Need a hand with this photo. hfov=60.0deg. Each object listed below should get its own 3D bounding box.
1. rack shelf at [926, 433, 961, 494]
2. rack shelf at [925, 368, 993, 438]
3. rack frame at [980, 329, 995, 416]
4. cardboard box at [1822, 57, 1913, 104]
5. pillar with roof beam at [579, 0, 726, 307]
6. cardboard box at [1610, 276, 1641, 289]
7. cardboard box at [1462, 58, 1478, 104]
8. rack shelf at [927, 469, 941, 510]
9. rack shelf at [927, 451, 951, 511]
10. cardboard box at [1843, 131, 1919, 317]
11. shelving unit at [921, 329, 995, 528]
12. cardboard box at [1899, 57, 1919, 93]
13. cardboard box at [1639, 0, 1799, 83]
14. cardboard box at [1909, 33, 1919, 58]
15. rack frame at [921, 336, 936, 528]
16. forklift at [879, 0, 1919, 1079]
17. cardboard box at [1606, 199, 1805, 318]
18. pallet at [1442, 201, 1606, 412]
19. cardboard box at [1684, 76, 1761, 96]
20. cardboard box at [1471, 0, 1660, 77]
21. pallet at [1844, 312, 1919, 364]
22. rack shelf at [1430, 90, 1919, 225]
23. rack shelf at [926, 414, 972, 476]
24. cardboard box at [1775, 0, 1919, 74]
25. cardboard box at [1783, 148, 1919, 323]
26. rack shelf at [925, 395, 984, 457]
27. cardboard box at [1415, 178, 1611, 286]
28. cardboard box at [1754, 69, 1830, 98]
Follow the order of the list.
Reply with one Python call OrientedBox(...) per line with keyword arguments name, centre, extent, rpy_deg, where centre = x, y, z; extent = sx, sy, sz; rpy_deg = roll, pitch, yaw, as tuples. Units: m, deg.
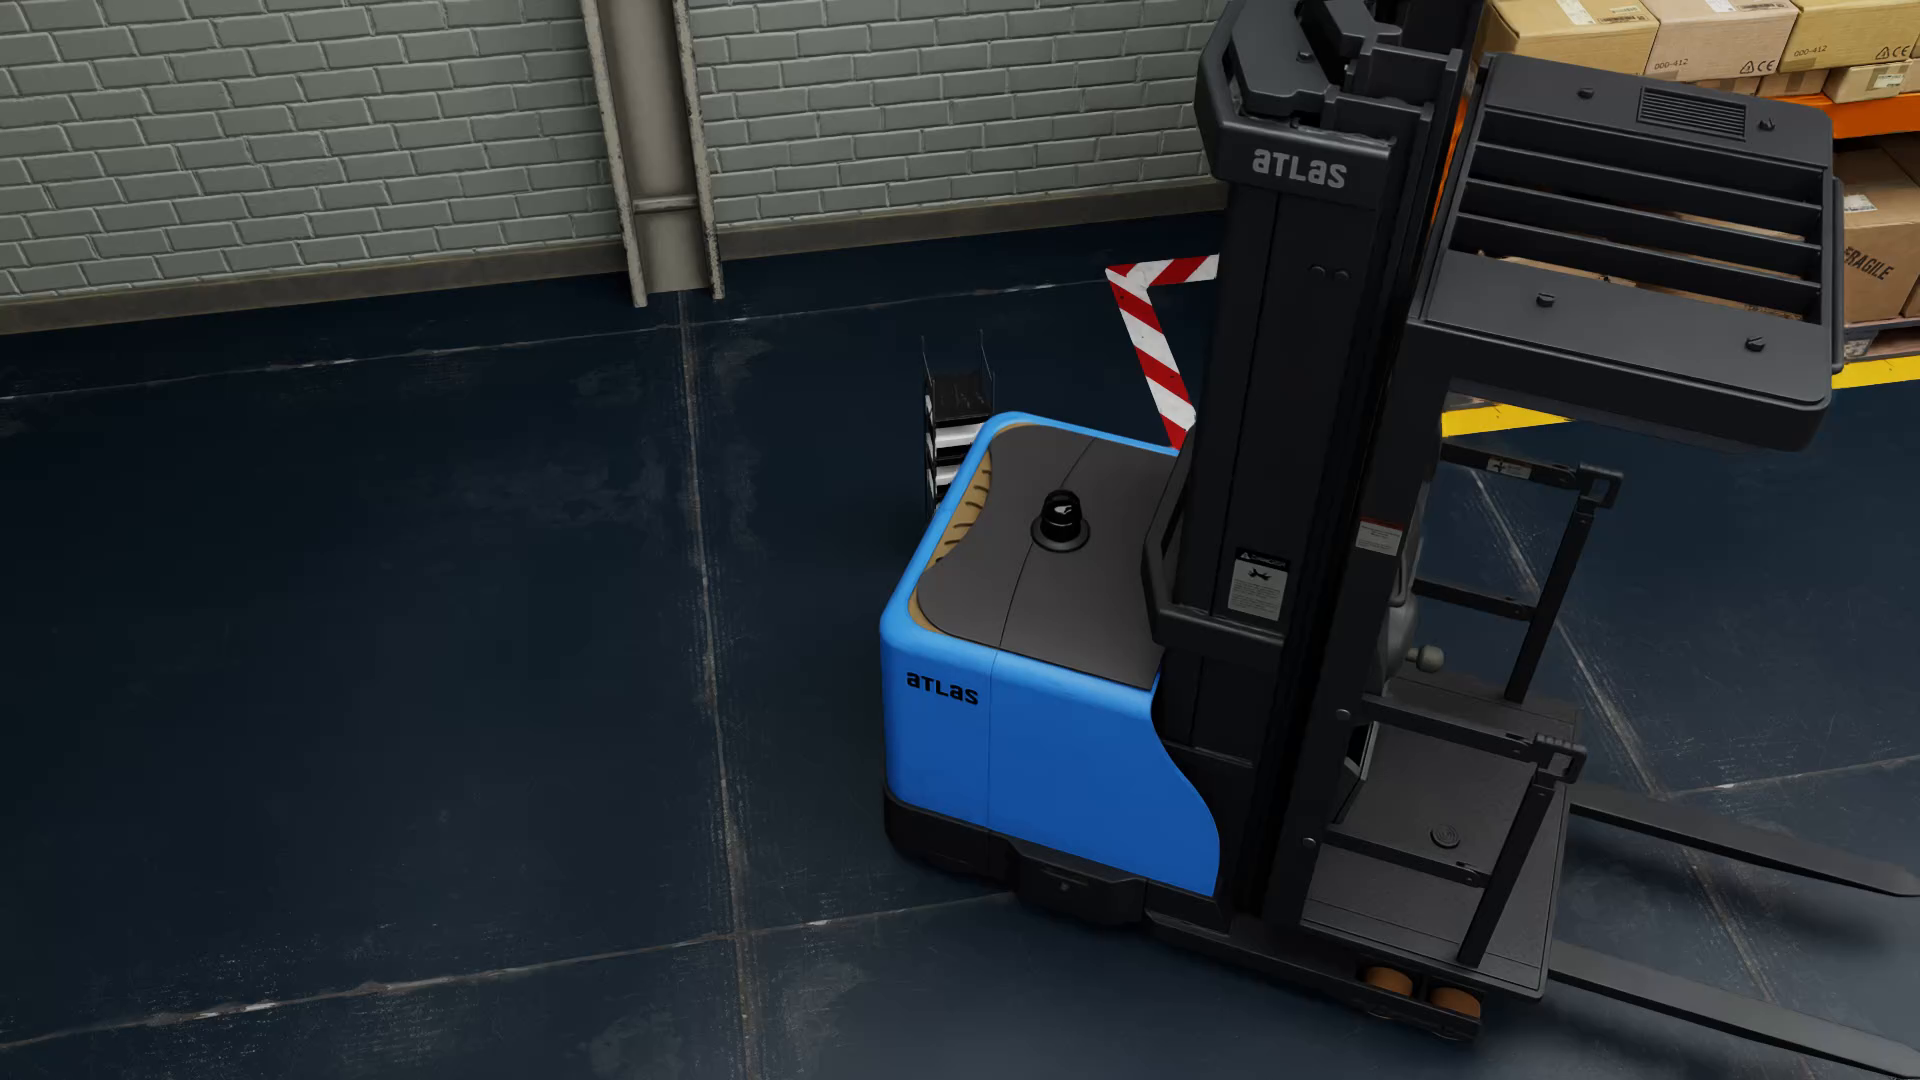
OrientedBox(name="rack shelf", centre=(-0.008, -0.288, 5.949), extent=(0.200, 0.077, 0.258), rpy_deg=(-7, 46, -7))
OrientedBox(name="rack shelf", centre=(-0.008, -0.475, 5.755), extent=(0.200, 0.077, 0.258), rpy_deg=(-7, 46, -7))
OrientedBox(name="rack frame", centre=(0.092, -0.324, 5.937), extent=(0.006, 0.900, 0.240), rpy_deg=(-7, 46, -7))
OrientedBox(name="cardboard box", centre=(3.212, -1.757, 6.034), extent=(0.250, 0.149, 0.380), rpy_deg=(-8, 47, -8))
OrientedBox(name="pillar with roof beam", centre=(-0.513, -1.211, 1.168), extent=(0.400, 9.000, 9.100), rpy_deg=(-7, 46, -7))
OrientedBox(name="cardboard box", centre=(2.607, -1.065, 6.881), extent=(0.250, 0.149, 0.380), rpy_deg=(-9, 47, -8))
OrientedBox(name="cardboard box", centre=(1.934, -1.634, 5.916), extent=(0.250, 0.149, 0.380), rpy_deg=(-7, 47, -7))
OrientedBox(name="rack shelf", centre=(-0.008, -0.163, 6.079), extent=(0.200, 0.077, 0.258), rpy_deg=(-7, 46, -7))
OrientedBox(name="rack shelf", centre=(-0.008, -0.226, 6.014), extent=(0.200, 0.077, 0.258), rpy_deg=(-7, 46, -7))
OrientedBox(name="cardboard box", centre=(4.054, -1.367, 6.928), extent=(0.500, 0.500, 0.700), rpy_deg=(-9, 47, -8))
OrientedBox(name="shelving unit", centre=(-0.008, -0.311, 5.925), extent=(0.210, 0.900, 0.258), rpy_deg=(-7, 46, -7))
OrientedBox(name="cardboard box", centre=(3.468, -1.804, 6.079), extent=(0.250, 0.149, 0.380), rpy_deg=(-6, 46, -6))
OrientedBox(name="cardboard box", centre=(2.553, -1.853, 5.850), extent=(0.500, 0.250, 0.500), rpy_deg=(-7, 46, -6))
OrientedBox(name="cardboard box", centre=(3.552, -1.996, 5.988), extent=(0.500, 0.250, 0.500), rpy_deg=(-8, 47, -8))
OrientedBox(name="rack frame", centre=(-0.108, -0.299, 5.913), extent=(0.006, 0.900, 0.240), rpy_deg=(-7, 46, -7))
OrientedBox(name="forklift", centre=(1.334, 0.003, 4.212), extent=(3.031, 2.935, 1.130), rpy_deg=(15, 48, 14))
OrientedBox(name="cardboard box", centre=(3.031, -1.239, 6.805), extent=(0.500, 0.500, 0.700), rpy_deg=(-5, 46, -5))
OrientedBox(name="pallet", centre=(2.424, -1.016, 7.082), extent=(1.213, 0.211, 1.003), rpy_deg=(-7, 46, -7))
OrientedBox(name="cardboard box", centre=(2.689, -1.743, 6.020), extent=(0.250, 0.149, 0.380), rpy_deg=(-6, 46, -6))
OrientedBox(name="cardboard box", centre=(2.056, -1.791, 5.790), extent=(0.500, 0.250, 0.500), rpy_deg=(-7, 46, -7))
OrientedBox(name="pallet", centre=(3.623, -1.163, 7.224), extent=(1.213, 0.211, 1.003), rpy_deg=(-7, 46, -7))
OrientedBox(name="rack shelf", centre=(3.534, -1.871, 6.470), extent=(4.000, 0.370, 1.077), rpy_deg=(-7, 46, -7))
OrientedBox(name="rack shelf", centre=(-0.008, -0.351, 5.884), extent=(0.200, 0.077, 0.258), rpy_deg=(-7, 46, -7))
OrientedBox(name="cardboard box", centre=(3.052, -1.918, 5.912), extent=(0.500, 0.250, 0.500), rpy_deg=(-8, 47, -8))
OrientedBox(name="cardboard box", centre=(3.569, -1.233, 6.799), extent=(0.500, 0.500, 0.500), rpy_deg=(-6, 46, -6))
OrientedBox(name="rack shelf", centre=(-0.008, -0.413, 5.819), extent=(0.200, 0.077, 0.258), rpy_deg=(-7, 46, -7))
OrientedBox(name="cardboard box", centre=(2.182, -1.163, 6.729), extent=(0.637, 0.503, 0.797), rpy_deg=(-9, 47, -8))
OrientedBox(name="cardboard box", centre=(2.950, -1.779, 6.056), extent=(0.250, 0.149, 0.380), rpy_deg=(-6, 46, -6))
